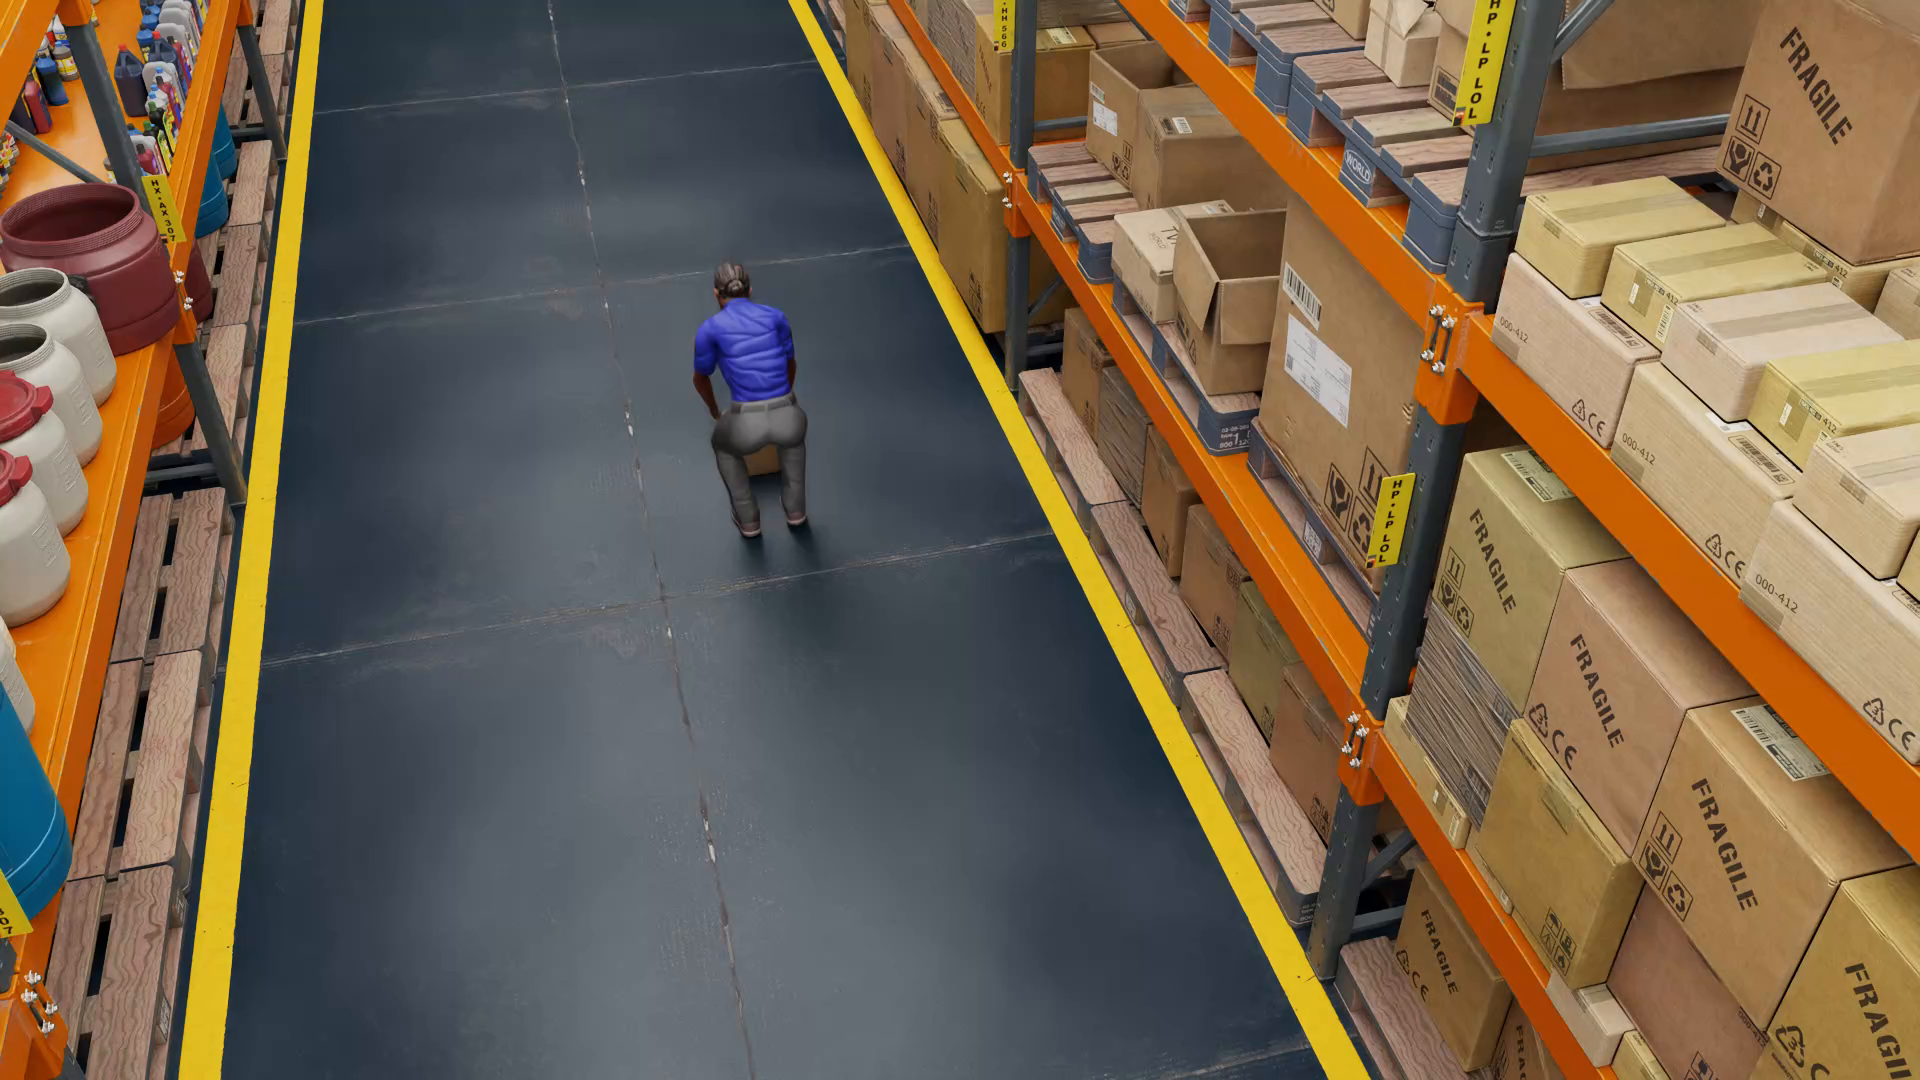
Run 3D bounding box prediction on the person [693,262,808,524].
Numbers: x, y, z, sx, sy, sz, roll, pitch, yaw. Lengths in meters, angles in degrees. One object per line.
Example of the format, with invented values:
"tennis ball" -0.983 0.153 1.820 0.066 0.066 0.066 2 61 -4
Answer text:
"person" -0.985 -0.647 7.821 0.495 1.188 0.697 -9 39 -12
